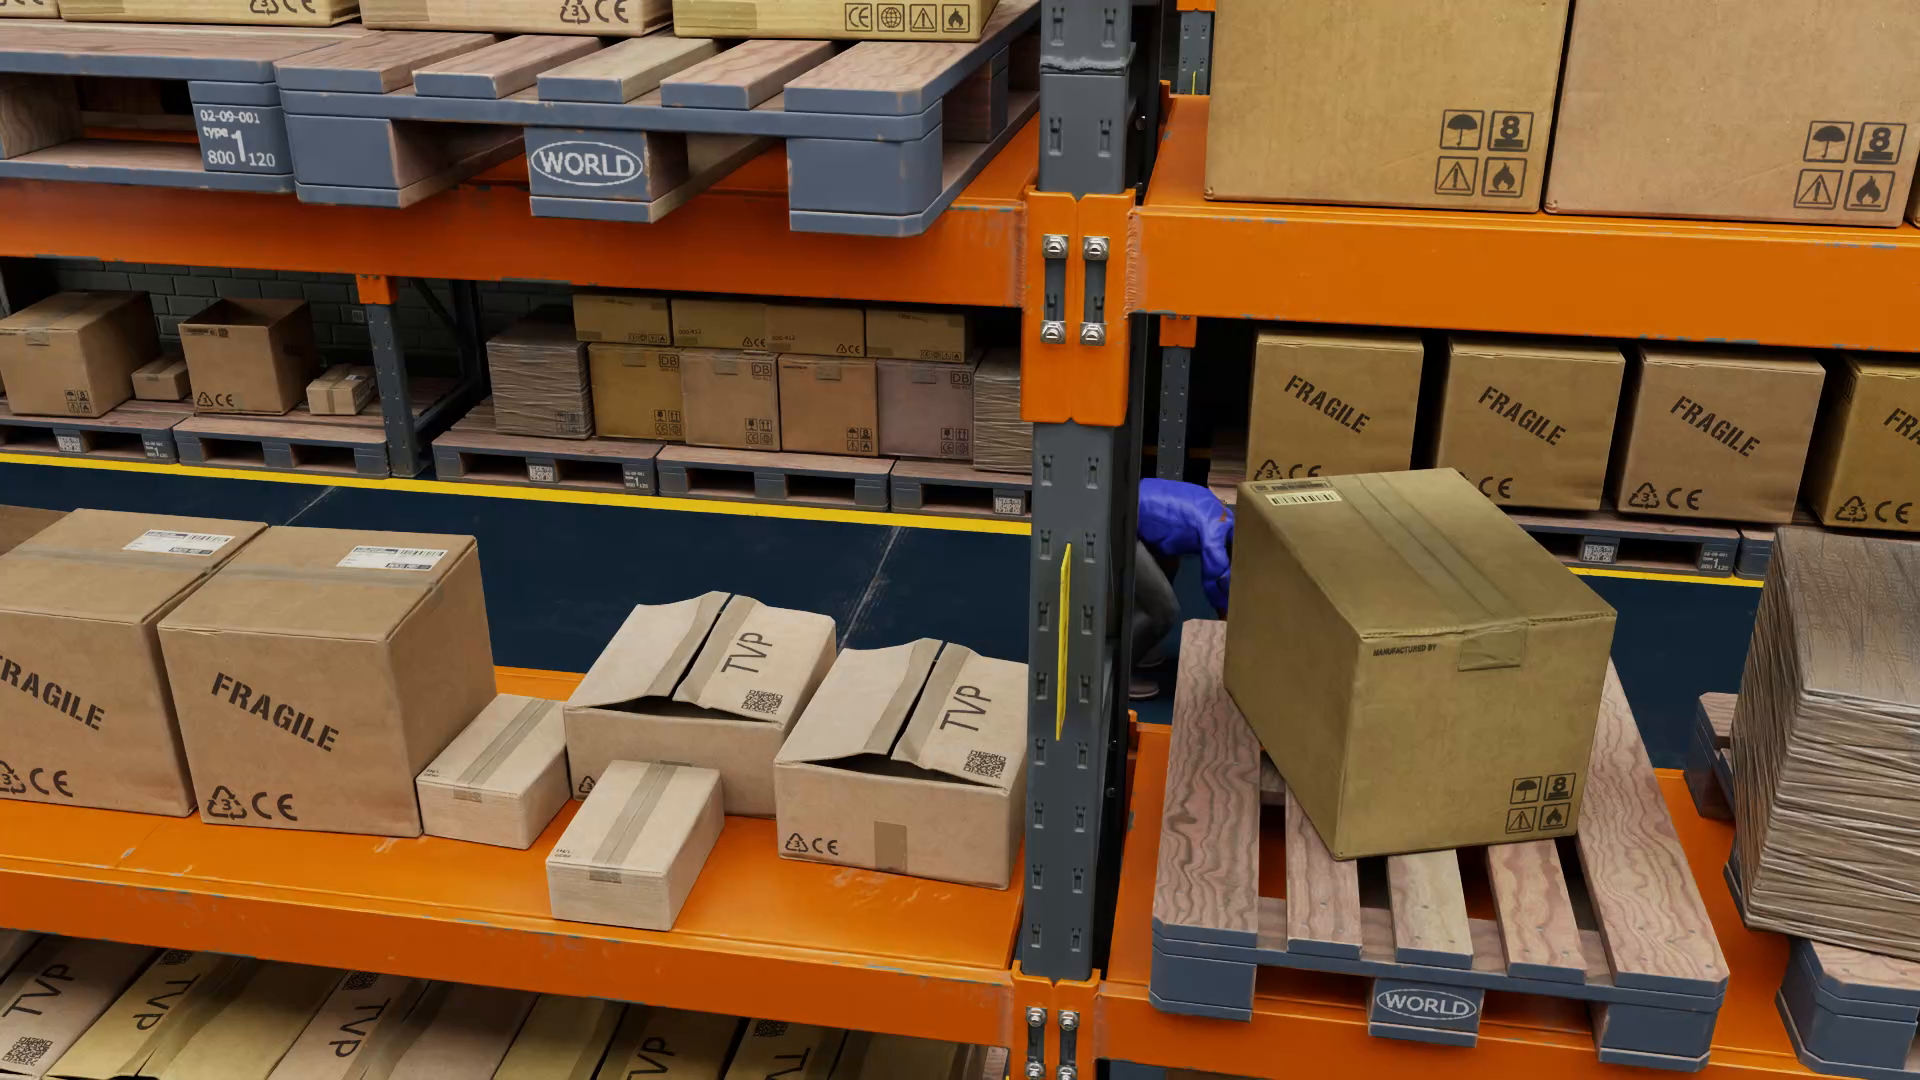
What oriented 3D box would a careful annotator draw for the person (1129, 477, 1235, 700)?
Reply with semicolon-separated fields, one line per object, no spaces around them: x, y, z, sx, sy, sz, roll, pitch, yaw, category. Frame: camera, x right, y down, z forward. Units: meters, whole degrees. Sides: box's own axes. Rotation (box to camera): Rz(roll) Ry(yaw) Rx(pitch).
0.852;0.174;6.649;0.868;0.891;0.461;3;25;6;person
